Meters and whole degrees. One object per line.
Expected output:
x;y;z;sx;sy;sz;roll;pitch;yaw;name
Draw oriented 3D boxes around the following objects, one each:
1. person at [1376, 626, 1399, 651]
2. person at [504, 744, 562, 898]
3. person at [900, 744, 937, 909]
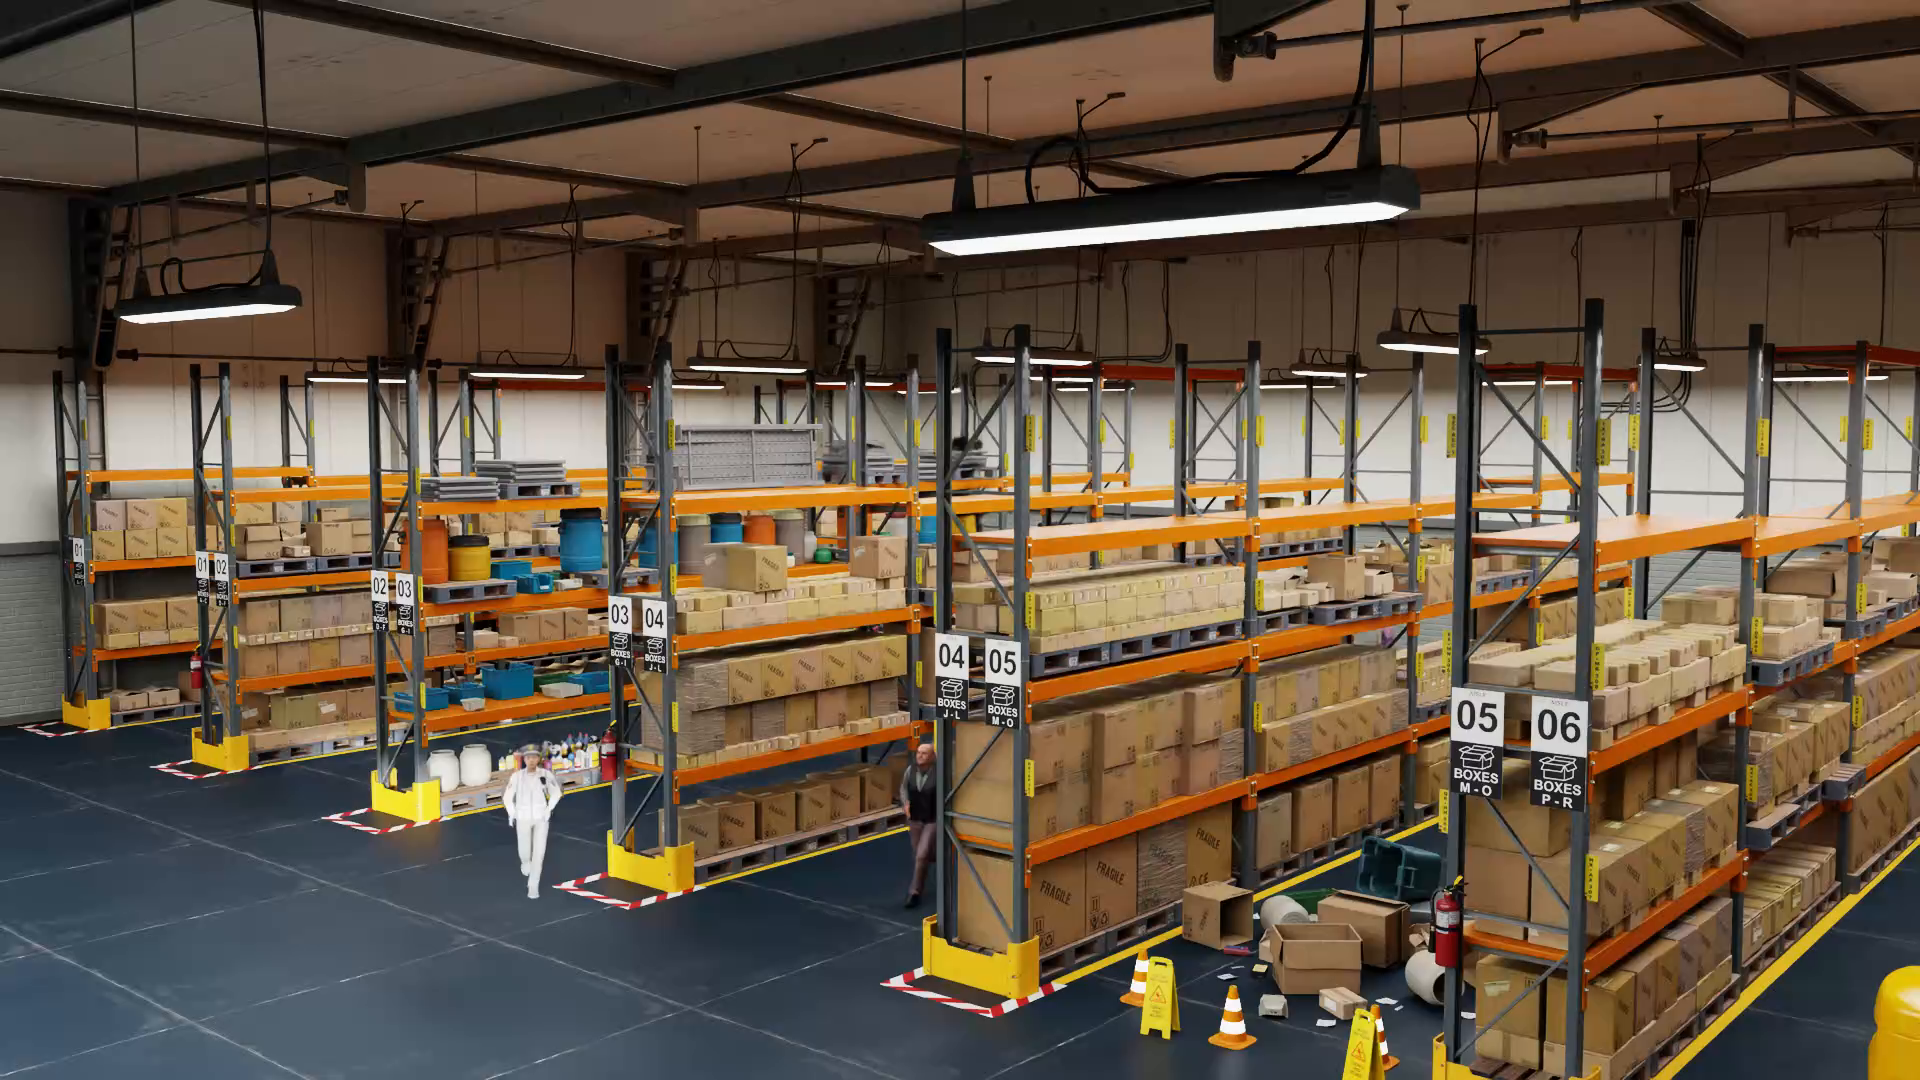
7.960;2.149;30.952;0.572;1.562;0.578;-2;5;-28;person
-4.665;3.035;18.173;0.617;1.659;0.587;-1;4;-15;person
-0.339;3.028;17.935;0.683;1.715;0.928;2;5;26;person
